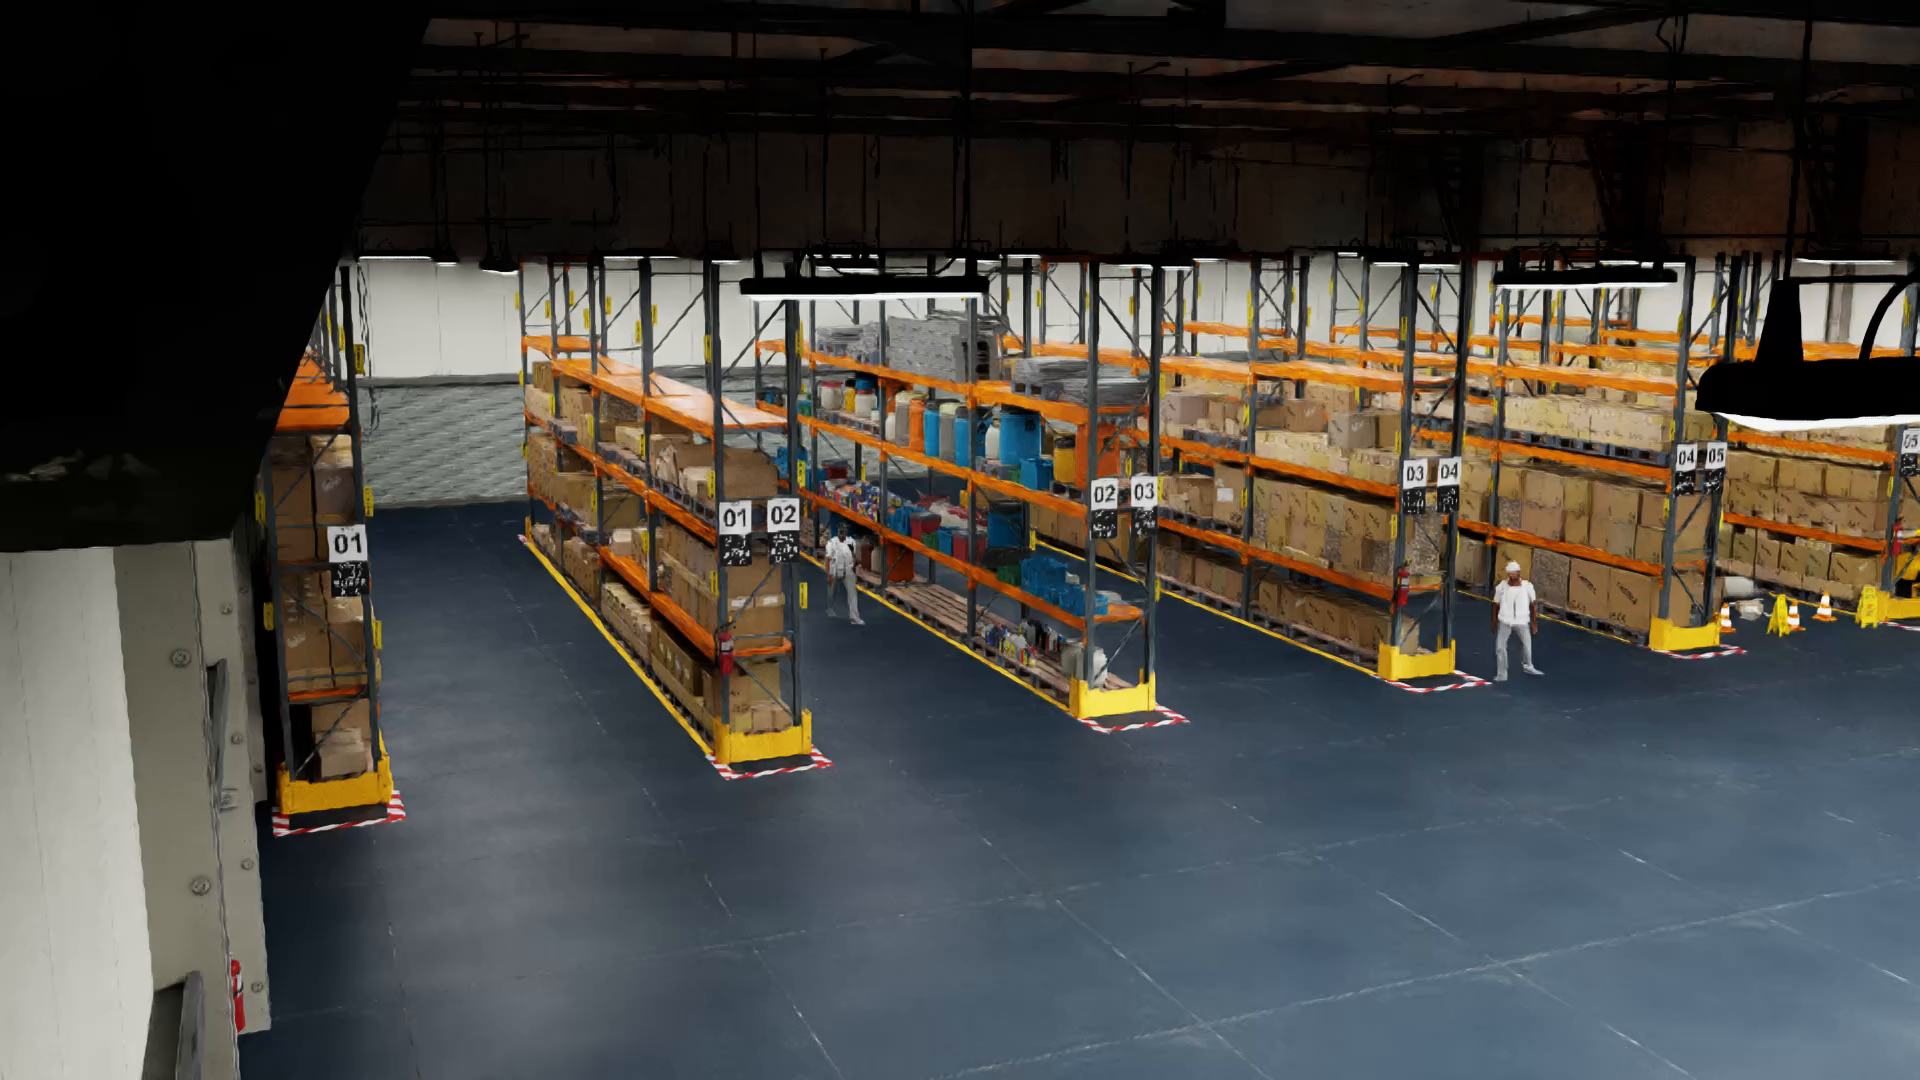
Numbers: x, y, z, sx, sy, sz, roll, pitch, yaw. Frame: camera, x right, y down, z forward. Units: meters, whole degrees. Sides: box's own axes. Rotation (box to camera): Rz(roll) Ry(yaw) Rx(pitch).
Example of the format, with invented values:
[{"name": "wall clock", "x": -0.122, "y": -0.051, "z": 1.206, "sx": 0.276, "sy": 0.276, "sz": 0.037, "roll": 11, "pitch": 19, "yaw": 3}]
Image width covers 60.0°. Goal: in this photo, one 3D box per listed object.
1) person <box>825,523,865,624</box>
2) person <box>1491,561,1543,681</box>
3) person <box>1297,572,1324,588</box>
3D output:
[{"name": "person", "x": -1.959, "y": 0.521, "z": 27.443, "sx": 0.542, "sy": 1.675, "sz": 1.126, "roll": -4, "pitch": 11, "yaw": -20}, {"name": "person", "x": 8.043, "y": 1.158, "z": 23.921, "sx": 0.764, "sy": 1.737, "sz": 0.622, "roll": 3, "pitch": 11, "yaw": 15}, {"name": "person", "x": 6.378, "y": 0.016, "z": 30.324, "sx": 0.556, "sy": 1.644, "sz": 0.598, "roll": 1, "pitch": 10, "yaw": 8}]
